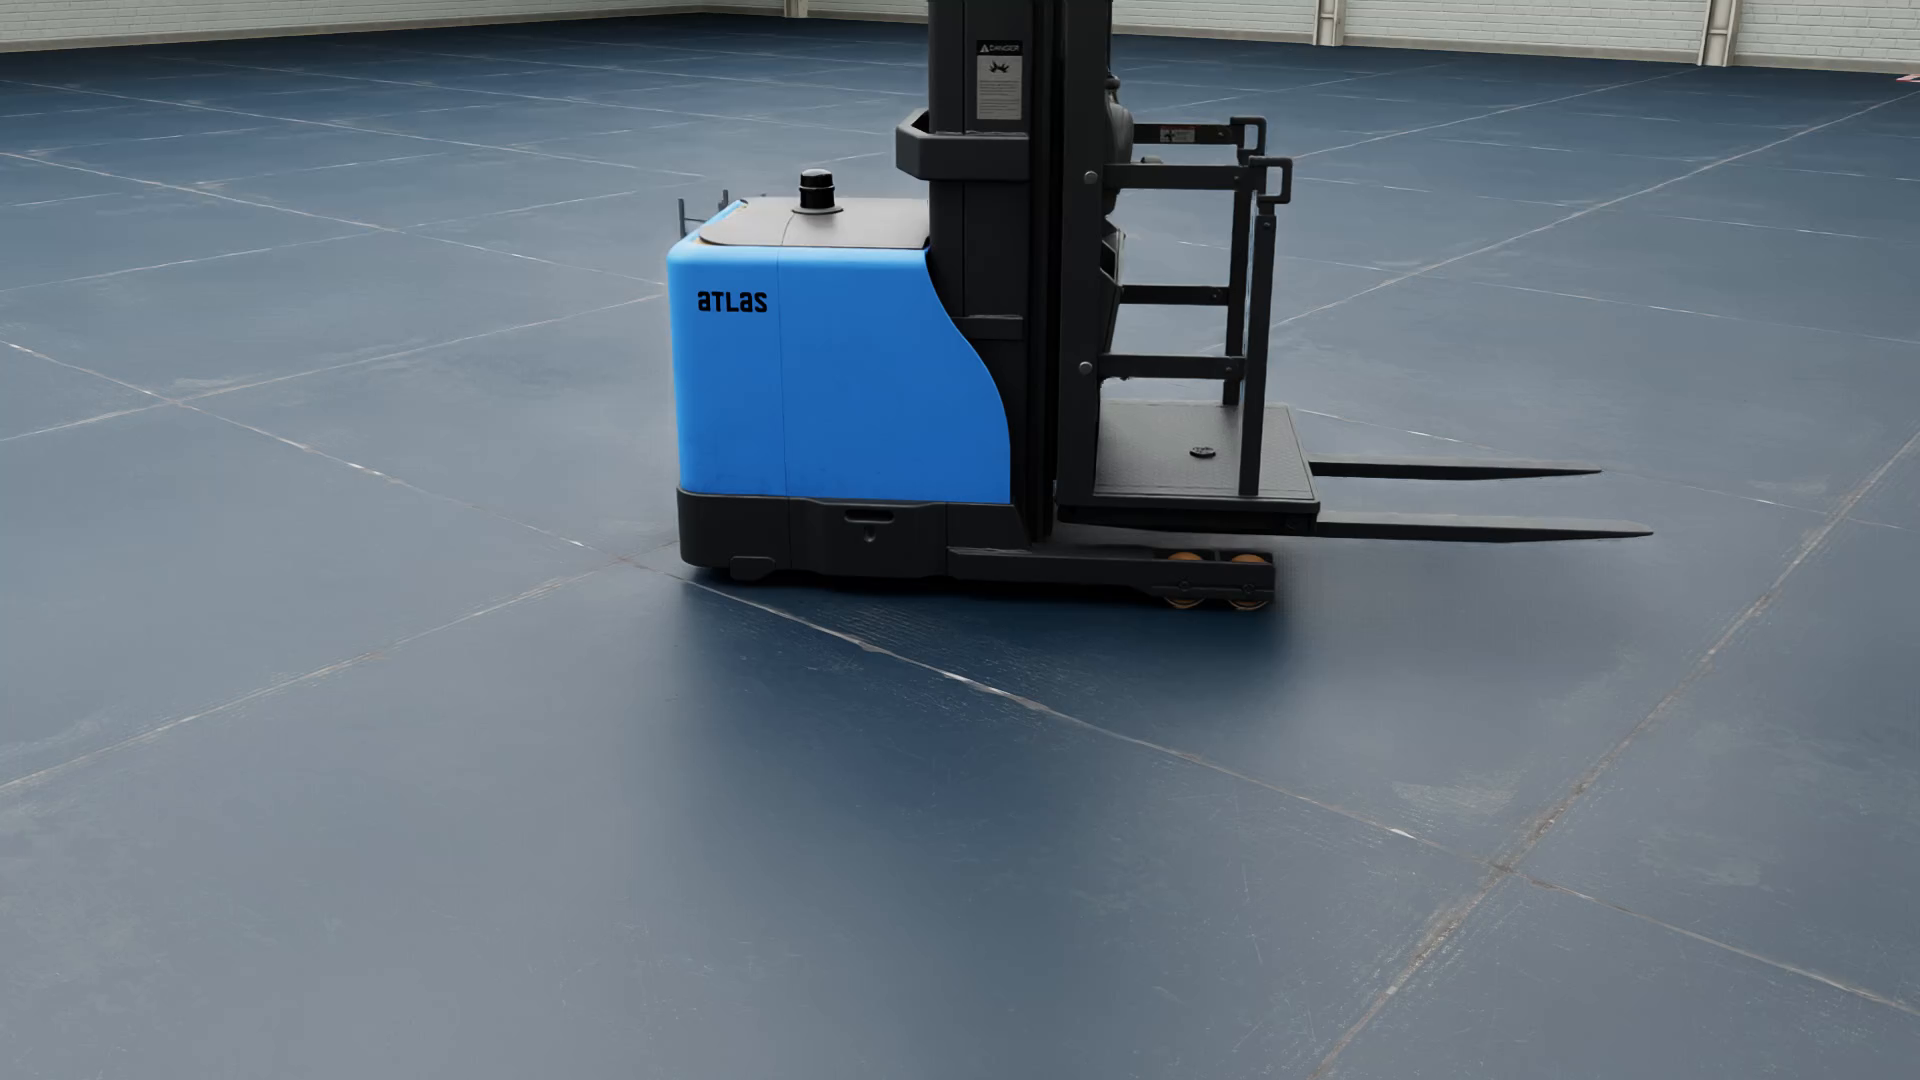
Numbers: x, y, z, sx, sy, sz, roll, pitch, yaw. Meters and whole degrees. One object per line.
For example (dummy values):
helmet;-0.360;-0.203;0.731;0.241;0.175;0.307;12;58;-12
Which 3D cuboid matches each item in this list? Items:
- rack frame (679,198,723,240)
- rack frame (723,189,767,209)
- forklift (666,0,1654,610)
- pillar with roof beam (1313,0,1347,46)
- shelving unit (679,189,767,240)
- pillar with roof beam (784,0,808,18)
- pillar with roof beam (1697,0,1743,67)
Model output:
rack frame;-0.915;-0.706;6.051;0.200;1.050;0.008;13;24;30
rack frame;-0.784;-0.778;6.244;0.200;1.050;0.008;13;24;30
forklift;0.653;-1.354;5.105;3.031;2.935;1.130;2;21;5
pillar with roof beam;3.230;-11.039;22.188;0.400;9.000;9.100;16;26;36
shelving unit;-0.849;-0.742;6.148;0.215;1.050;0.252;13;24;30
pillar with roof beam;-6.067;-13.716;29.288;0.400;9.000;9.100;16;26;36
pillar with roof beam;7.878;-9.701;18.639;0.400;9.000;9.100;16;26;36
